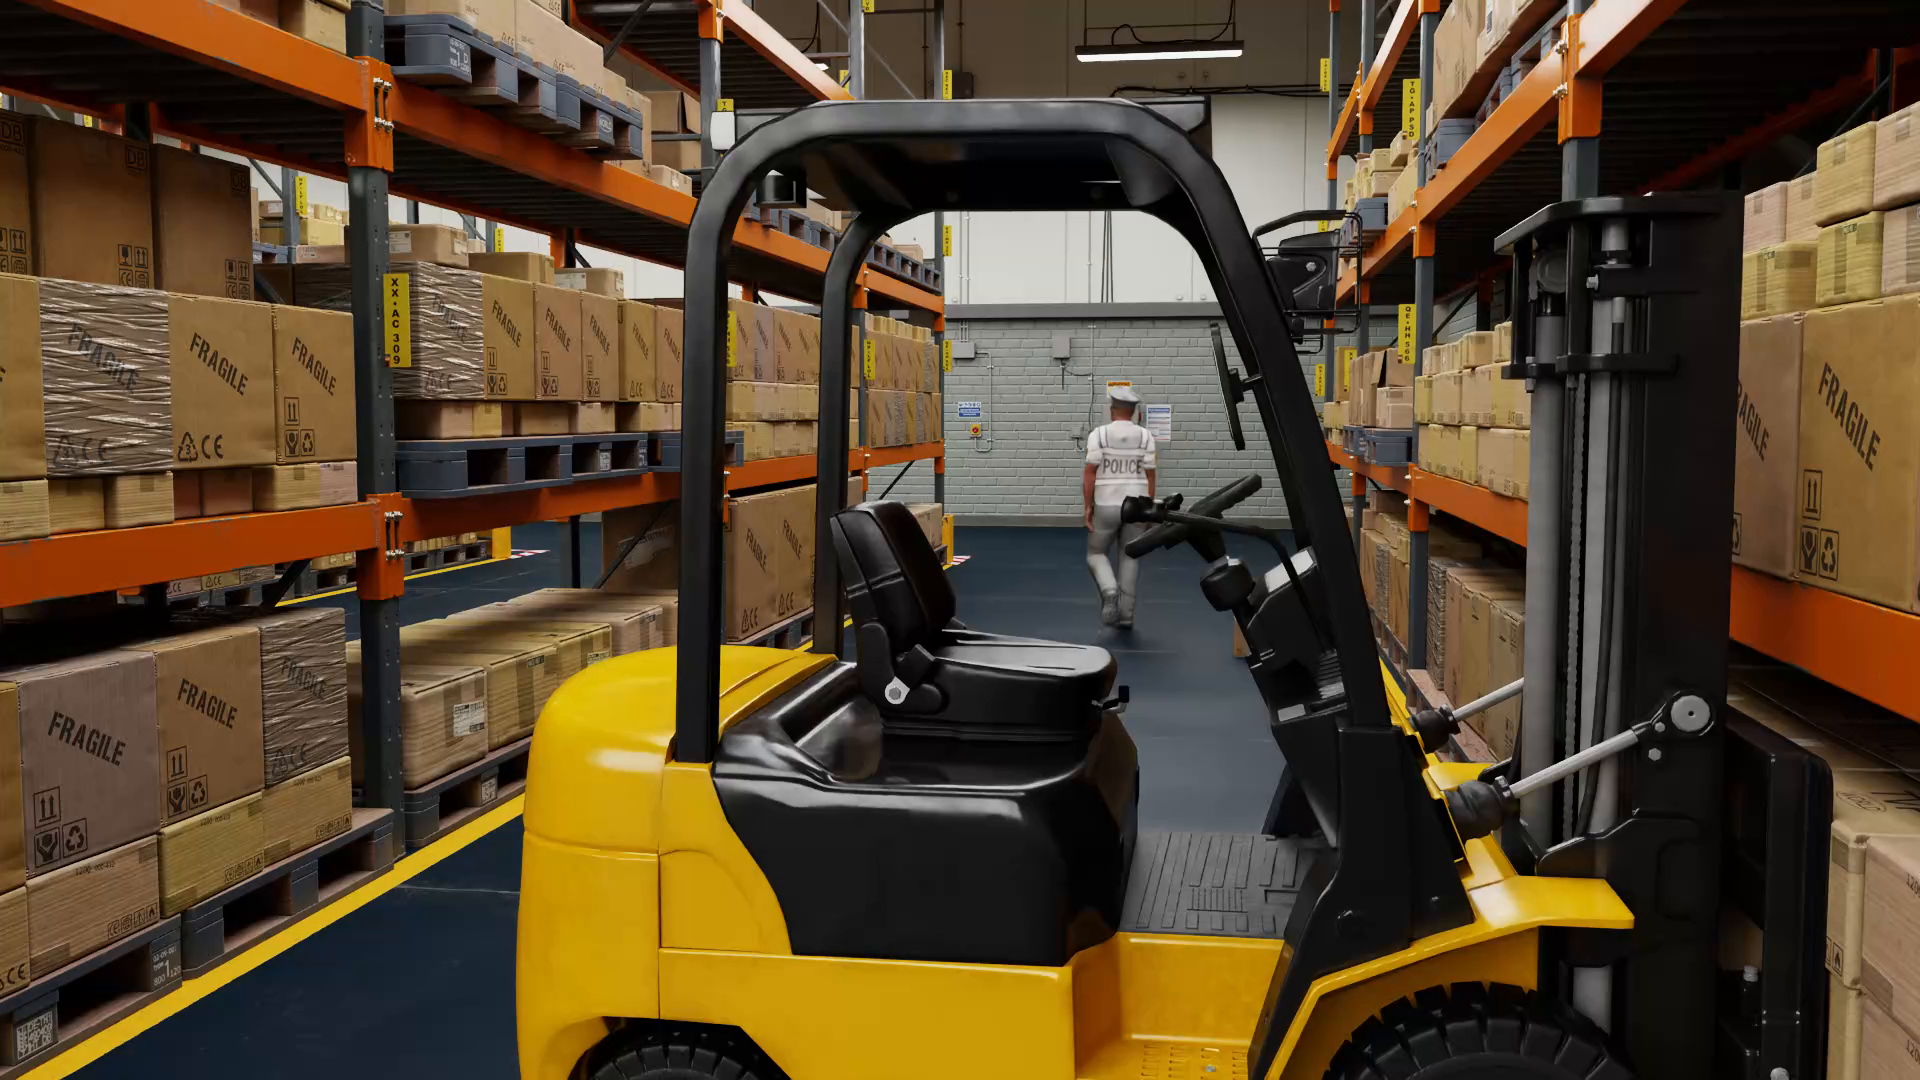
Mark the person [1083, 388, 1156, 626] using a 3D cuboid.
[{"bbox_3d":[1.178,-0.240,12.259,0.545,1.754,0.570,0,4,-4],"label":"person"}]
